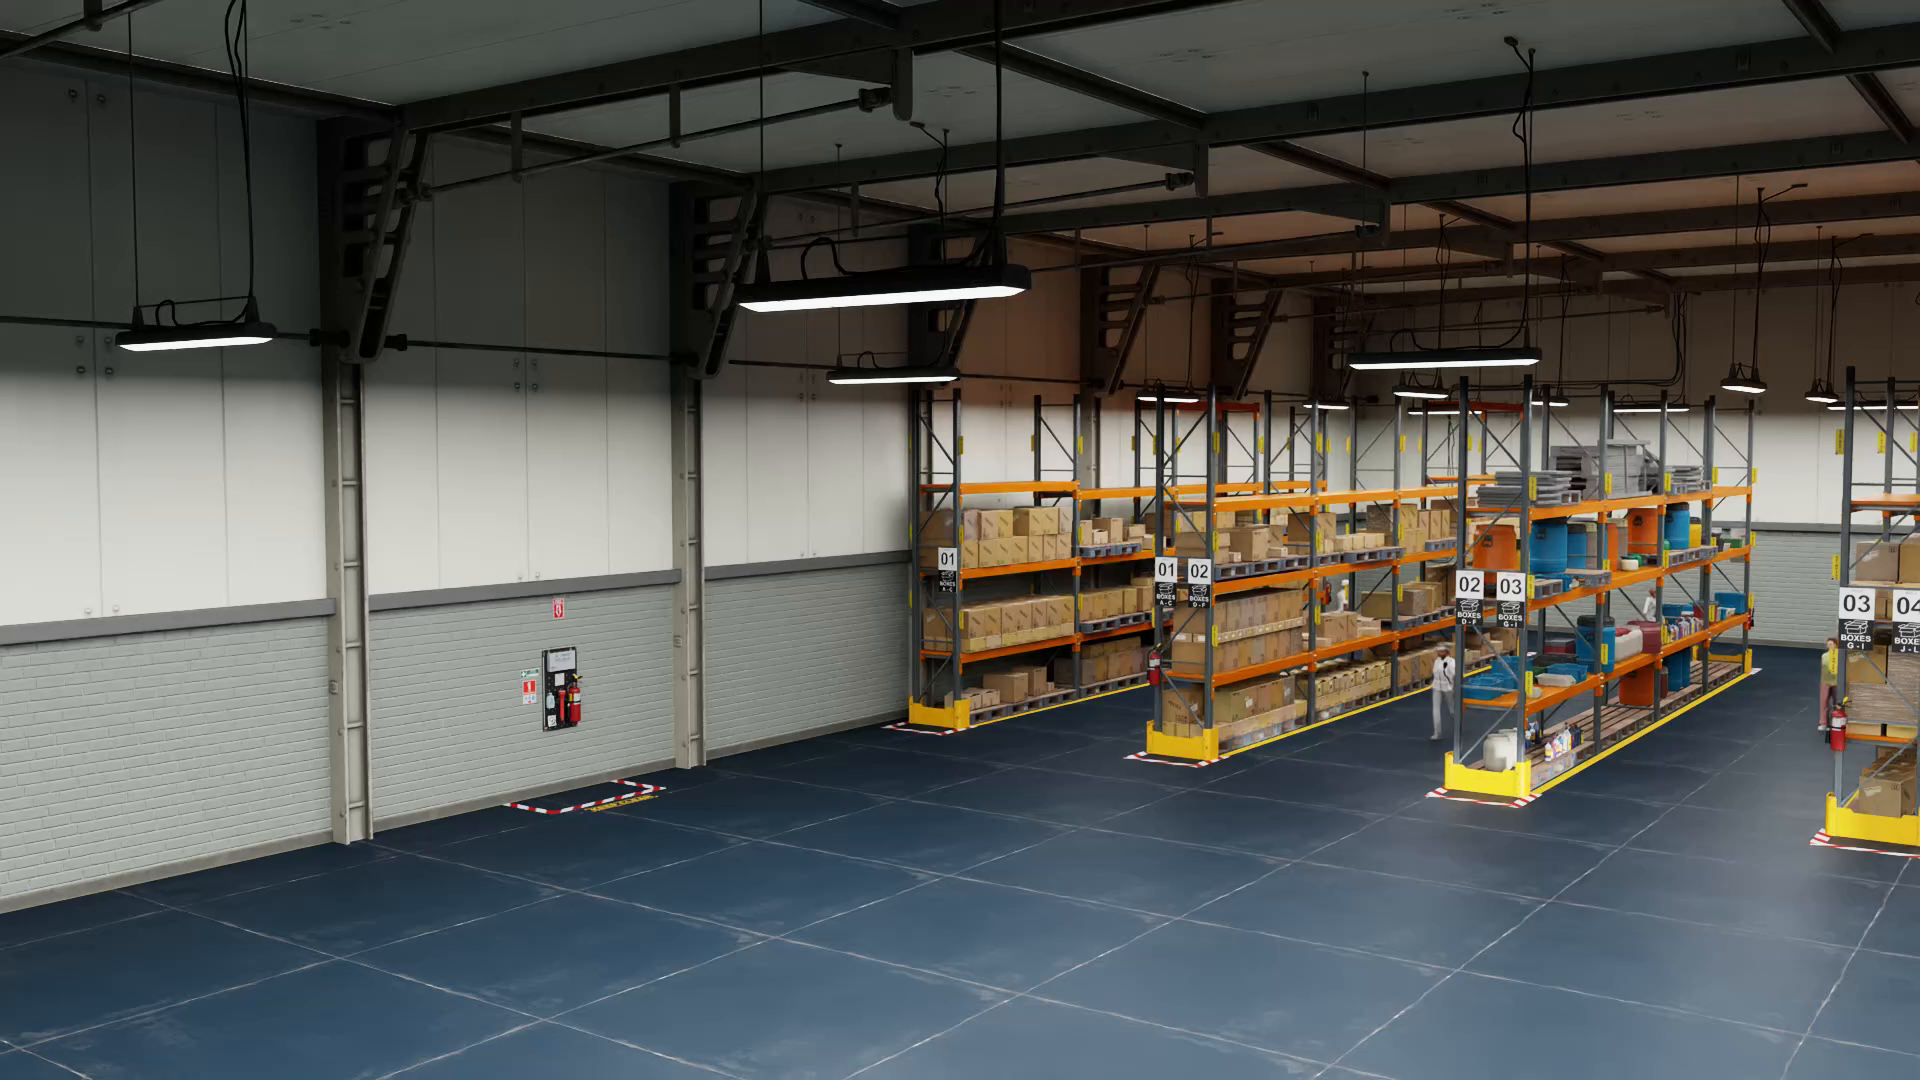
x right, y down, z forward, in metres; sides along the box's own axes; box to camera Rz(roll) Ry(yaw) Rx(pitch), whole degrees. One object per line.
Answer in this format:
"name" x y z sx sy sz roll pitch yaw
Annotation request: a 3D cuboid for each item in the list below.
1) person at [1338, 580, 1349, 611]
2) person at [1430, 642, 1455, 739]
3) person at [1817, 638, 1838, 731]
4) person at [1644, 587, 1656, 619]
"person" 9.247 1.838 40.076 0.486 1.768 0.609 0 3 1
"person" 8.308 2.548 28.378 0.453 1.640 0.863 2 4 33
"person" 15.283 2.520 29.112 0.444 1.604 1.064 2 4 36
"person" 16.701 1.923 40.012 0.467 1.578 0.707 -2 4 -36
